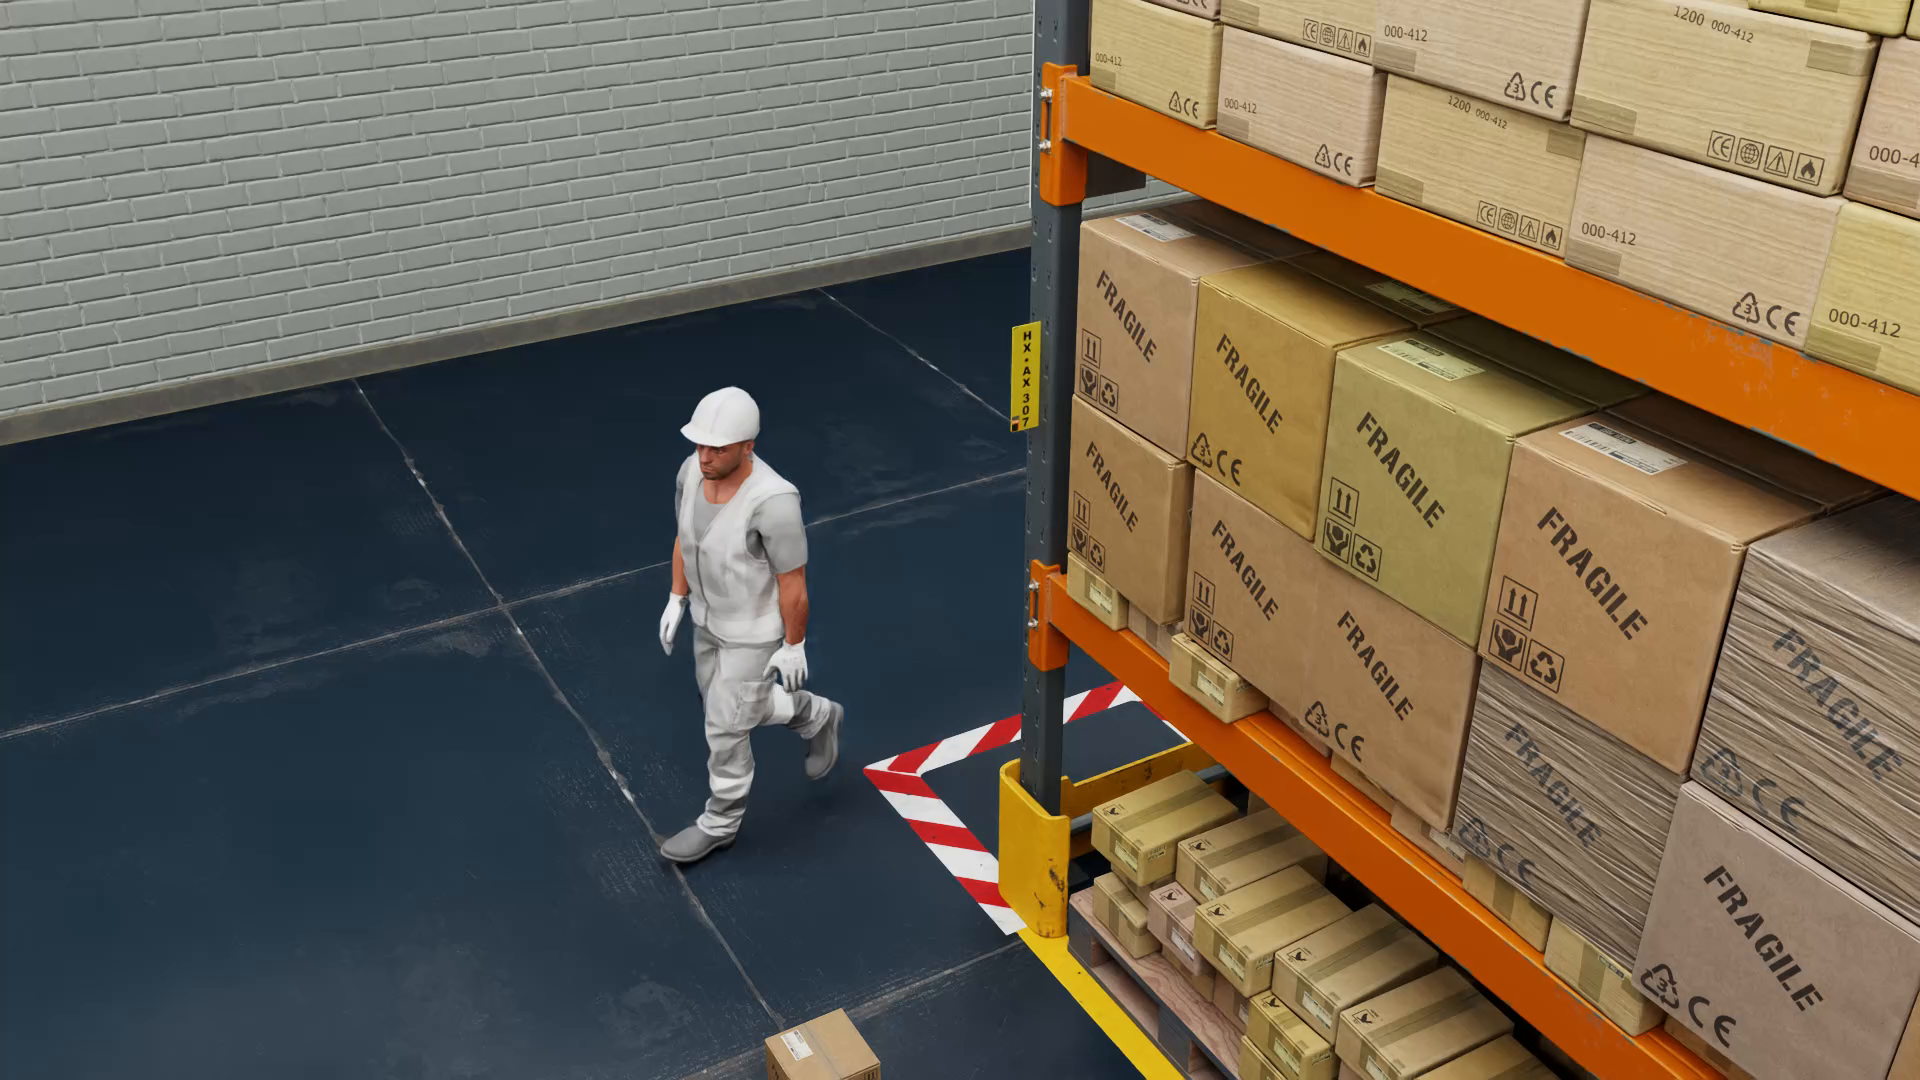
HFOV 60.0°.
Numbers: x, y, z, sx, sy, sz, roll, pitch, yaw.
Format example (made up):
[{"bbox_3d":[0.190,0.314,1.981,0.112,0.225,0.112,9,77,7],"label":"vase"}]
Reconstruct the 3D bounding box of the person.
[{"bbox_3d":[-0.694,0.267,5.619,0.833,1.771,0.541,-23,36,-36],"label":"person"}]
